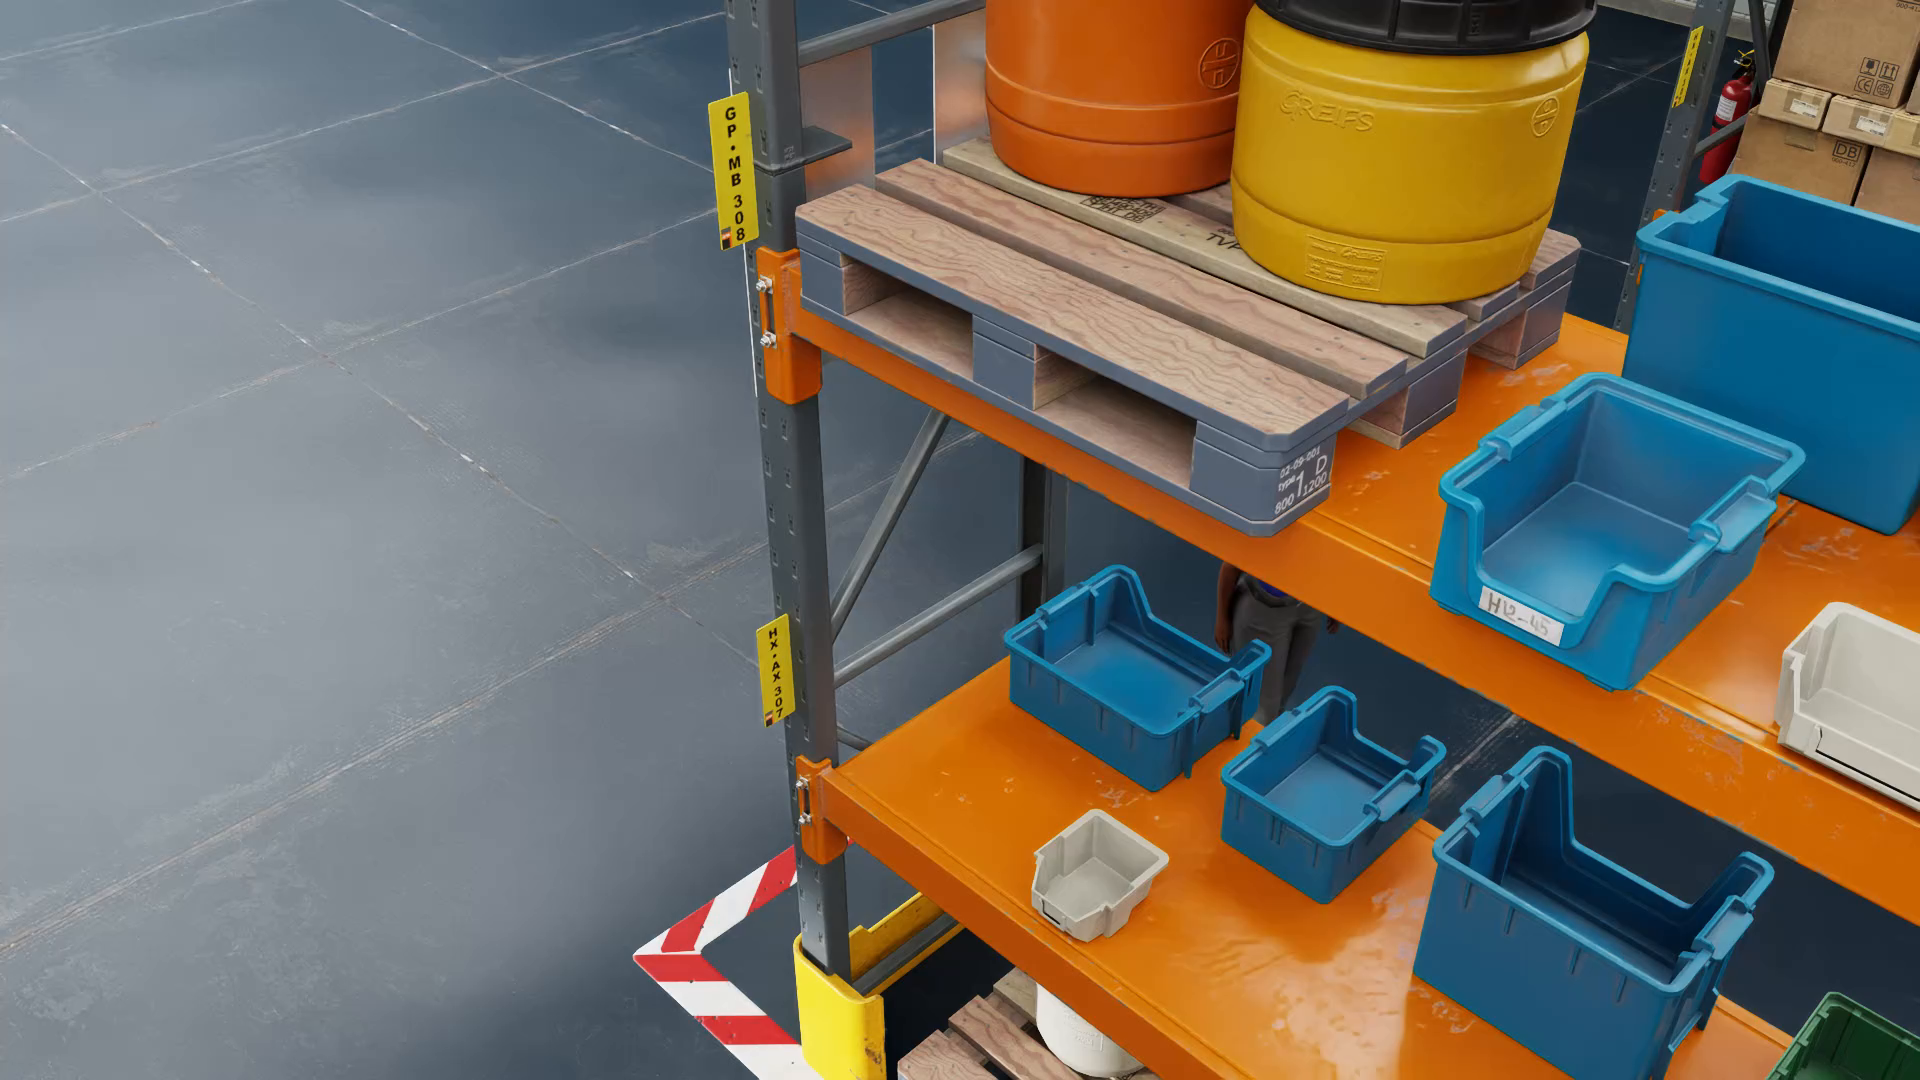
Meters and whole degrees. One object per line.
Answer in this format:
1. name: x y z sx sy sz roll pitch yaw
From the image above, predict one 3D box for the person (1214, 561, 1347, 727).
1. person: 1.182 0.293 5.746 0.469 1.675 0.523 -21 41 -27
